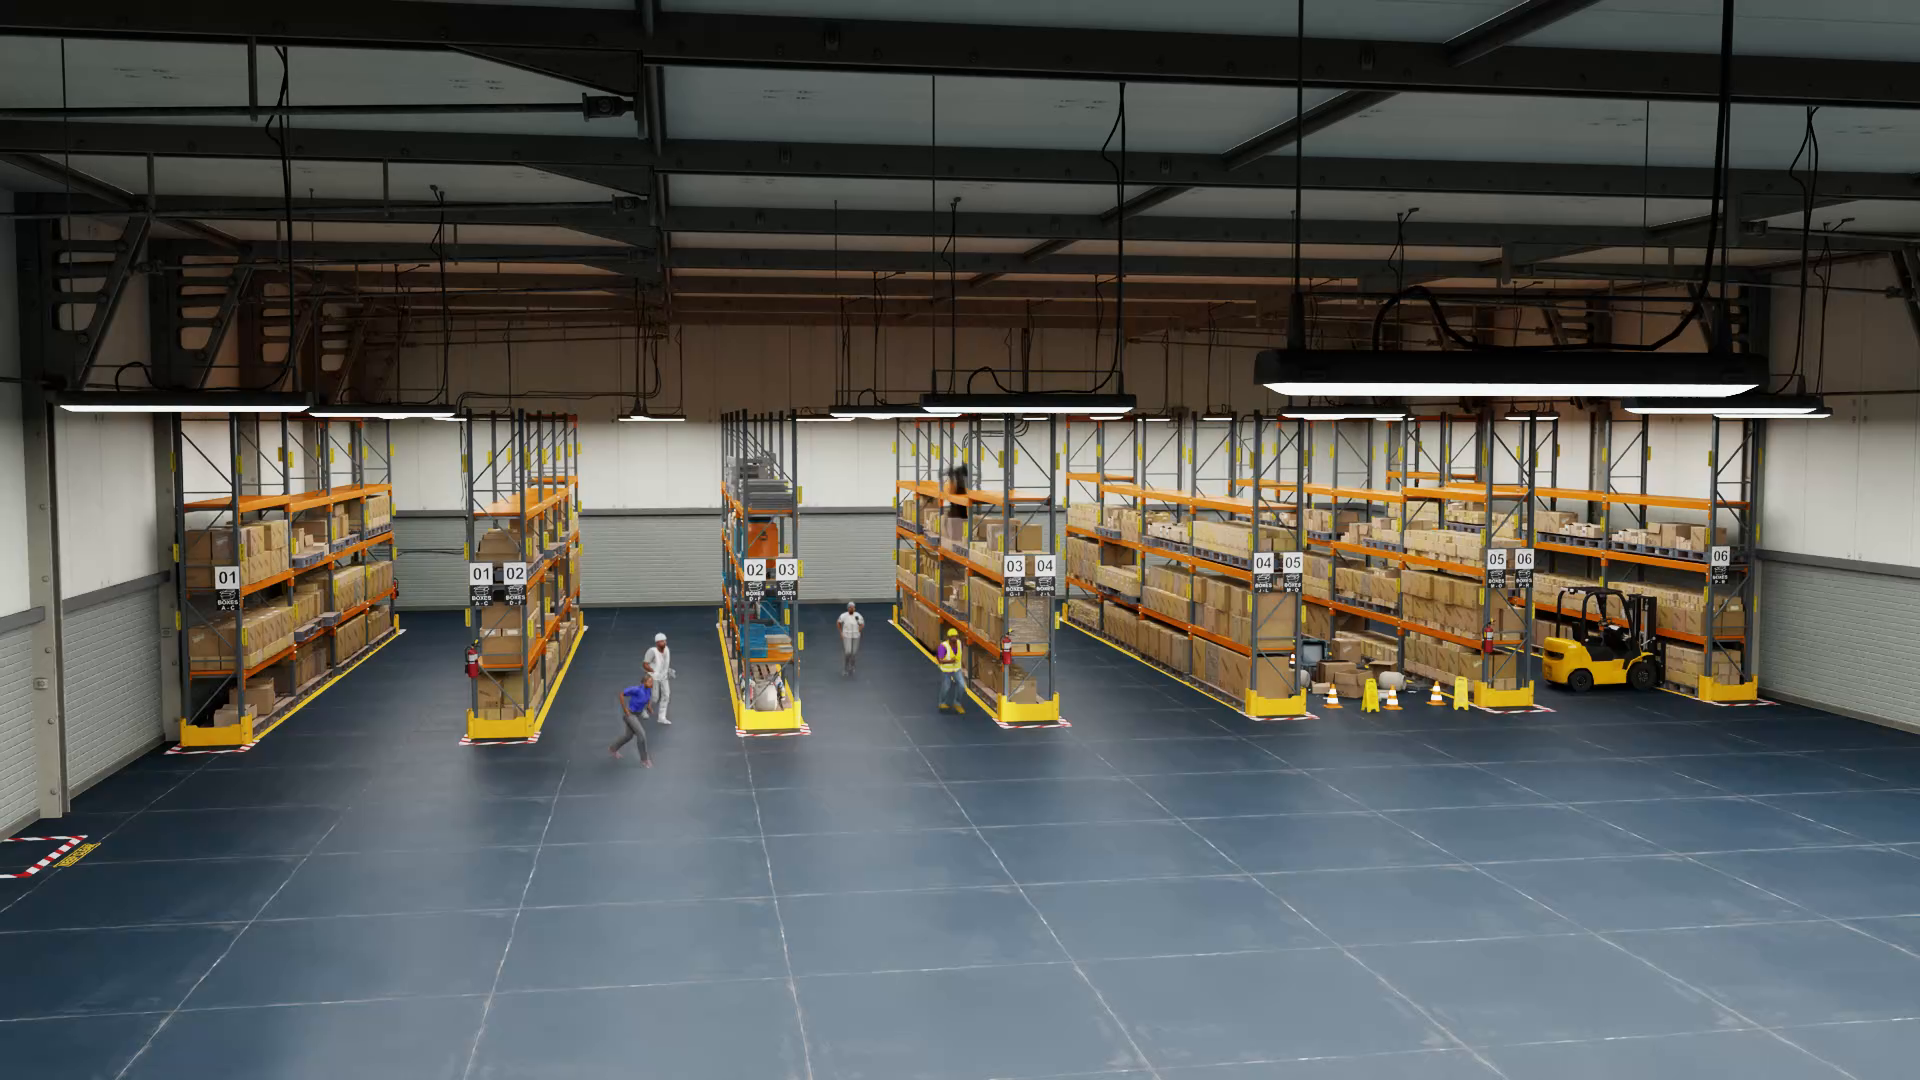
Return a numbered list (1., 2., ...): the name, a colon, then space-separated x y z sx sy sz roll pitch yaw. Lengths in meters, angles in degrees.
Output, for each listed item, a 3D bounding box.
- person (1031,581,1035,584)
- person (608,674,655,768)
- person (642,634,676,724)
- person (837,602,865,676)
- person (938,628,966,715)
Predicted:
1. person: 2.073 1.742 44.483 0.677 1.780 0.847 0 4 -2
2. person: -5.529 3.019 27.867 0.956 1.616 0.617 2 5 29
3. person: -5.855 2.640 31.844 0.821 1.736 0.682 3 5 39
4. person: -2.469 2.260 37.946 0.611 1.702 0.703 -1 4 -13
5. person: -0.175 2.575 32.784 0.656 1.711 0.958 -2 4 -21
